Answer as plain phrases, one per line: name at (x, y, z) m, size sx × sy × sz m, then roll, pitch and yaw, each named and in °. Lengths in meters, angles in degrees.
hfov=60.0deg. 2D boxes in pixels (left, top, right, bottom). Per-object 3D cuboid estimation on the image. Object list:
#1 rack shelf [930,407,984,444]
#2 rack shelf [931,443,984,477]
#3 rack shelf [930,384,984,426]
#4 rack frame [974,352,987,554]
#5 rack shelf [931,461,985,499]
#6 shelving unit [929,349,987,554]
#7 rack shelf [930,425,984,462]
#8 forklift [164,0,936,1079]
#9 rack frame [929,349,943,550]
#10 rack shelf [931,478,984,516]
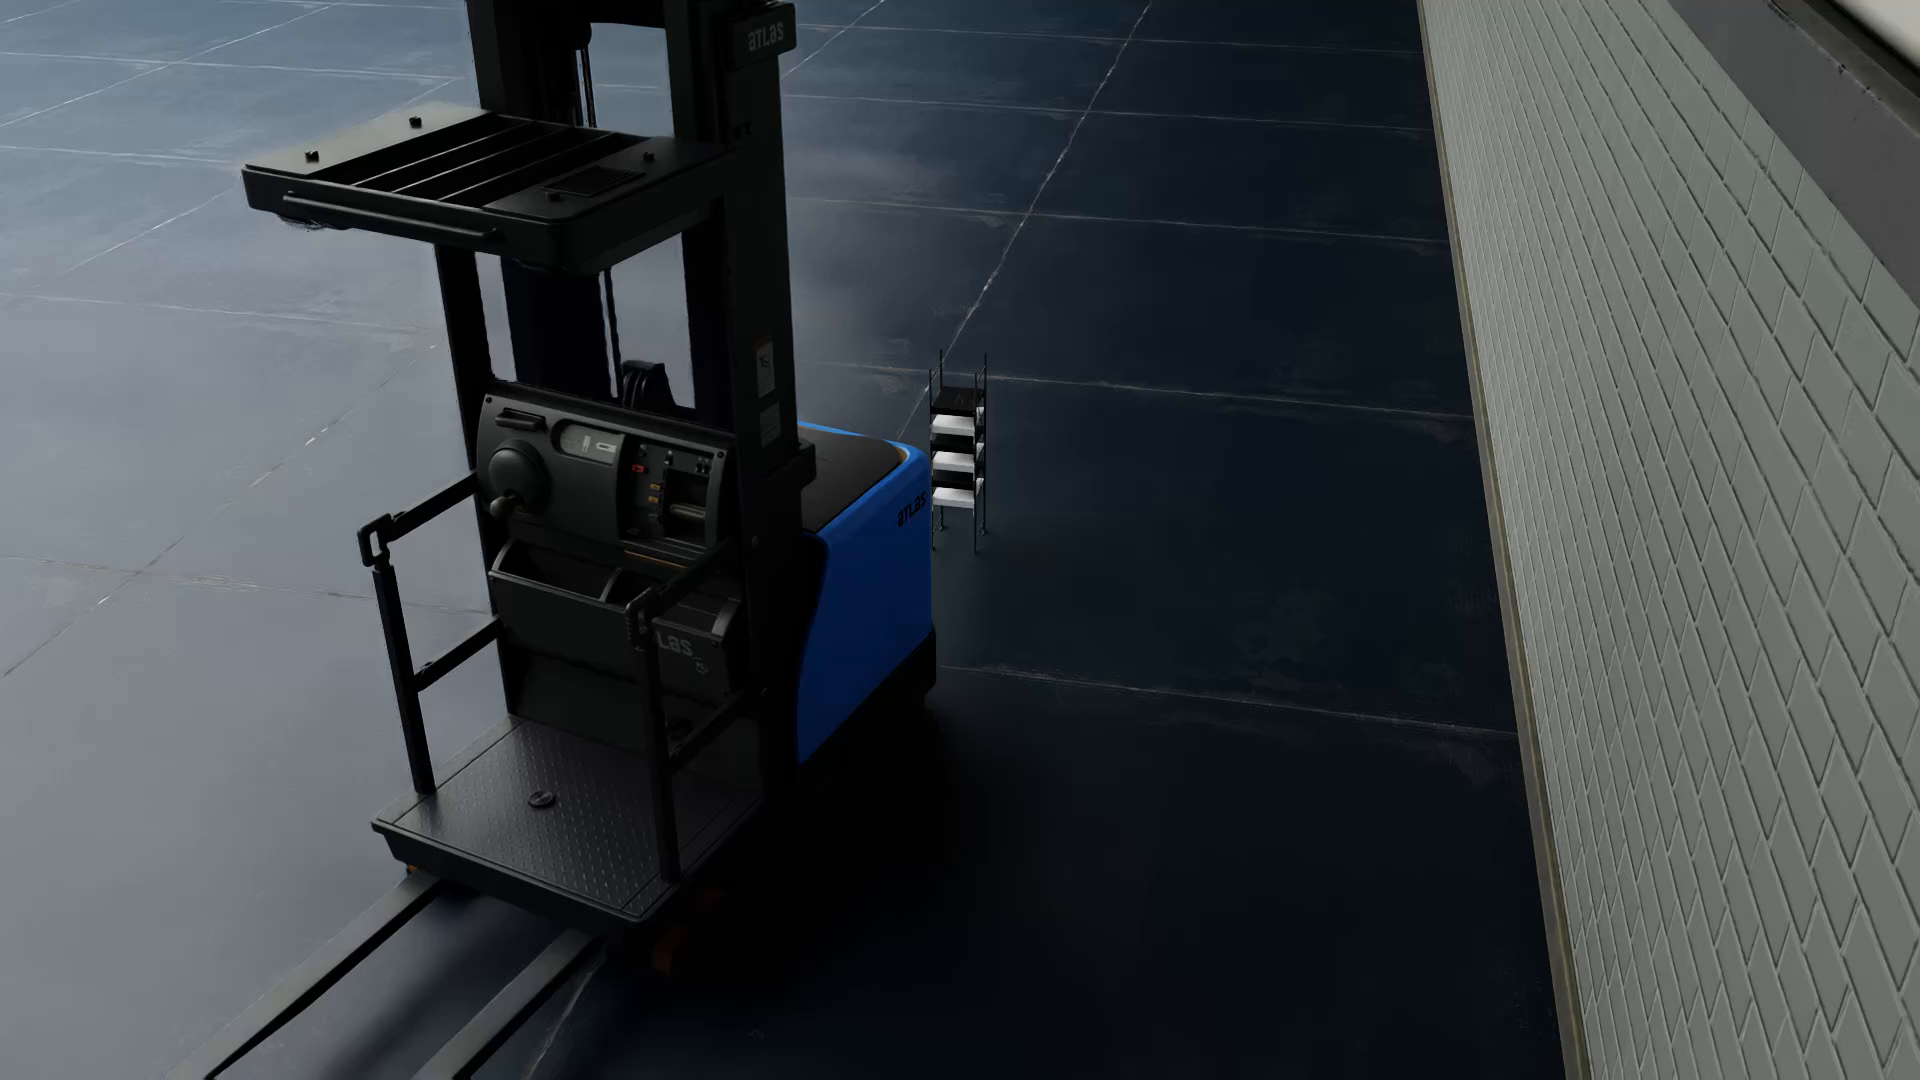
rack shelf at (-0.008, -0.524, 7.465) m, size 0.200 × 0.077 × 0.258 m, roll 6°, pitch 29°, yaw 11°
rack shelf at (-0.008, -0.366, 7.551) m, size 0.200 × 0.077 × 0.258 m, roll 6°, pitch 29°, yaw 11°
rack shelf at (-0.008, -0.603, 7.422) m, size 0.200 × 0.077 × 0.258 m, roll 6°, pitch 29°, yaw 11°
rack frame at (0.091, -0.385, 7.517) m, size 0.006 × 0.900 × 0.240 m, roll 6°, pitch 29°, yaw 11°
rack shelf at (-0.008, -0.287, 7.595) m, size 0.200 × 0.077 × 0.258 m, roll 6°, pitch 29°, yaw 11°
shelving unit at (-0.008, -0.396, 7.535) m, size 0.210 × 0.900 × 0.258 m, roll 6°, pitch 29°, yaw 11°
rack shelf at (-0.008, -0.445, 7.508) m, size 0.200 × 0.077 × 0.258 m, roll 6°, pitch 29°, yaw 11°
forklift at (-1.210, -0.155, 4.981) m, size 1.130 × 2.935 × 3.031 m, roll 14°, pitch 32°, yaw 23°
rack frame at (-0.107, -0.406, 7.554) m, size 0.006 × 0.900 × 0.240 m, roll 6°, pitch 29°, yaw 11°
rack shelf at (-0.008, -0.208, 7.638) m, size 0.200 × 0.077 × 0.258 m, roll 6°, pitch 29°, yaw 11°
